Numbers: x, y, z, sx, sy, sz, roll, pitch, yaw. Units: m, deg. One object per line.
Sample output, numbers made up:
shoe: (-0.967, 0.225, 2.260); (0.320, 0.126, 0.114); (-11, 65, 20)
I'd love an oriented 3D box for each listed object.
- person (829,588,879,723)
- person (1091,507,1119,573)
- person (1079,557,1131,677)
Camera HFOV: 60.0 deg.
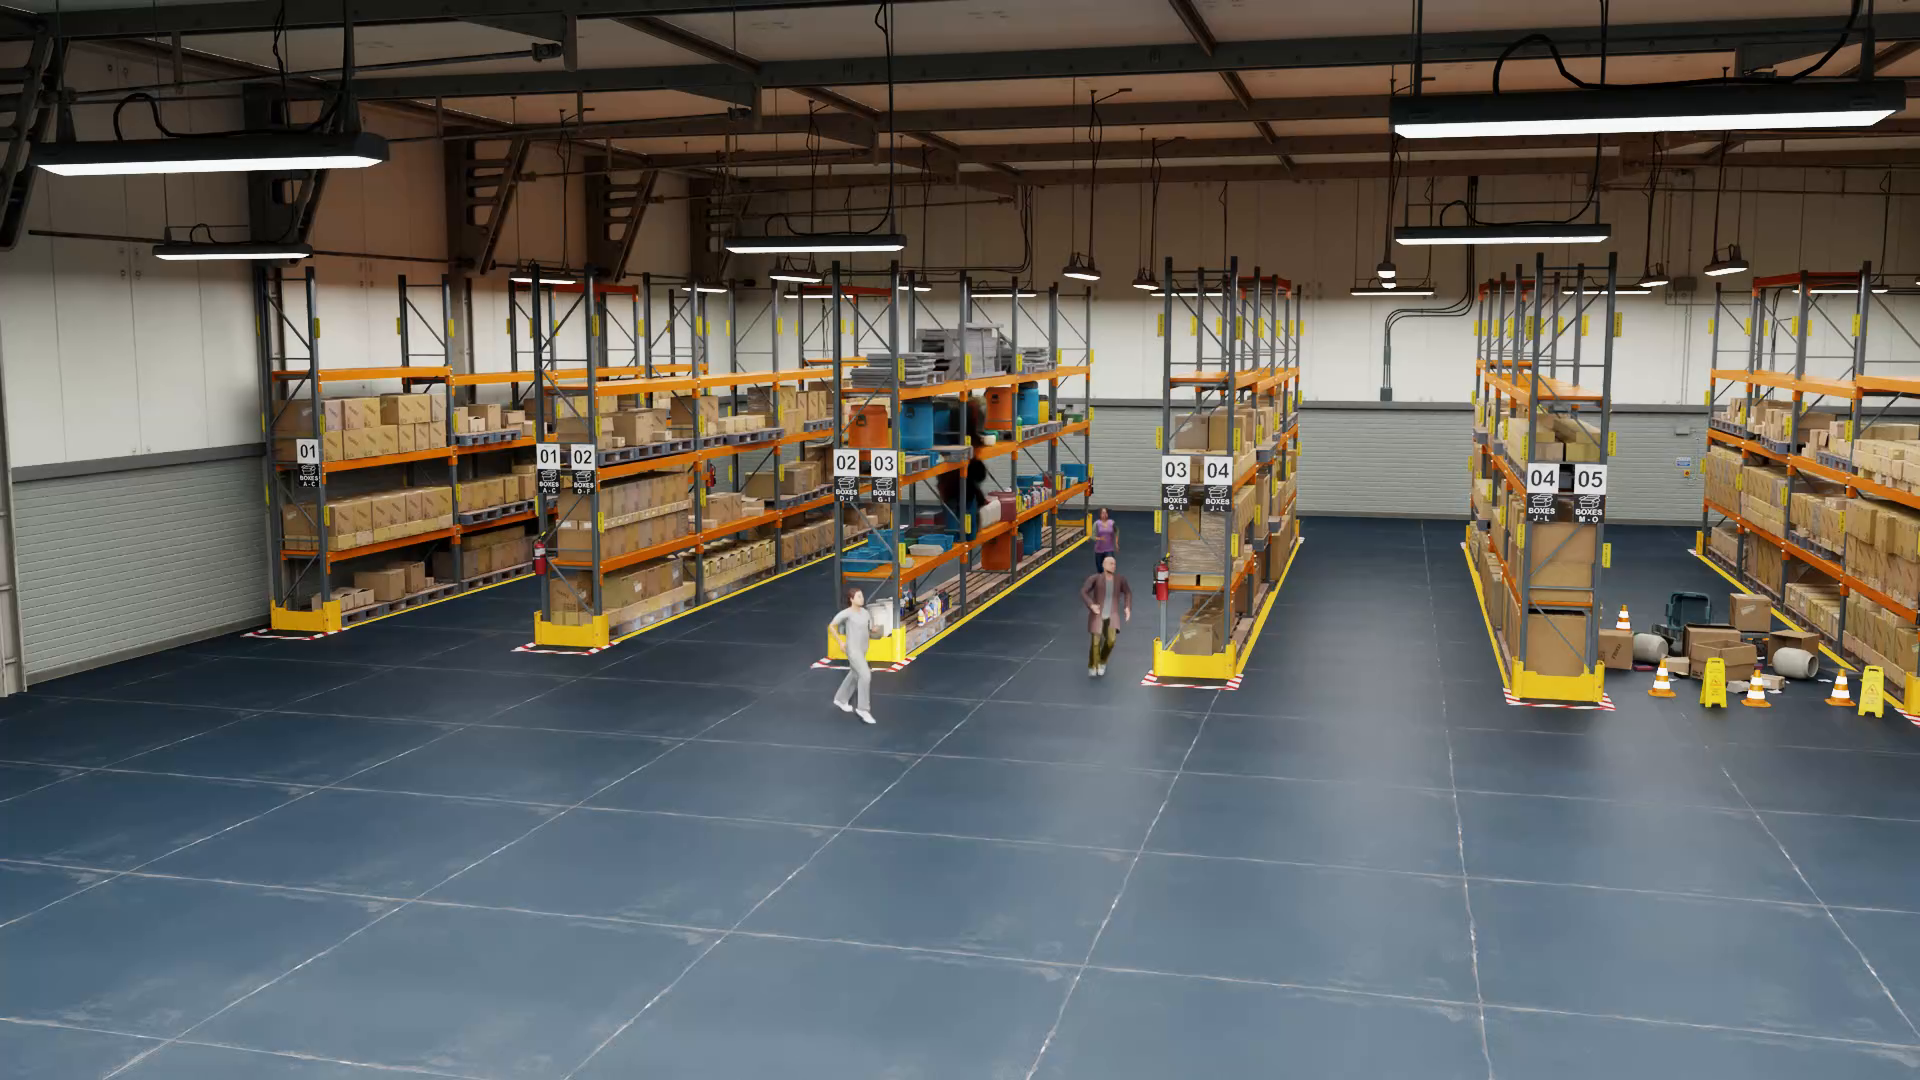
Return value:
person: (-1.347, 1.465, 21.389); (0.746, 1.725, 0.536); (5, 9, 32)
person: (2.537, 0.245, 29.099); (0.508, 1.655, 0.659); (0, 7, 3)
person: (2.115, 1.111, 23.965); (0.790, 1.732, 0.608); (-1, 7, -6)
